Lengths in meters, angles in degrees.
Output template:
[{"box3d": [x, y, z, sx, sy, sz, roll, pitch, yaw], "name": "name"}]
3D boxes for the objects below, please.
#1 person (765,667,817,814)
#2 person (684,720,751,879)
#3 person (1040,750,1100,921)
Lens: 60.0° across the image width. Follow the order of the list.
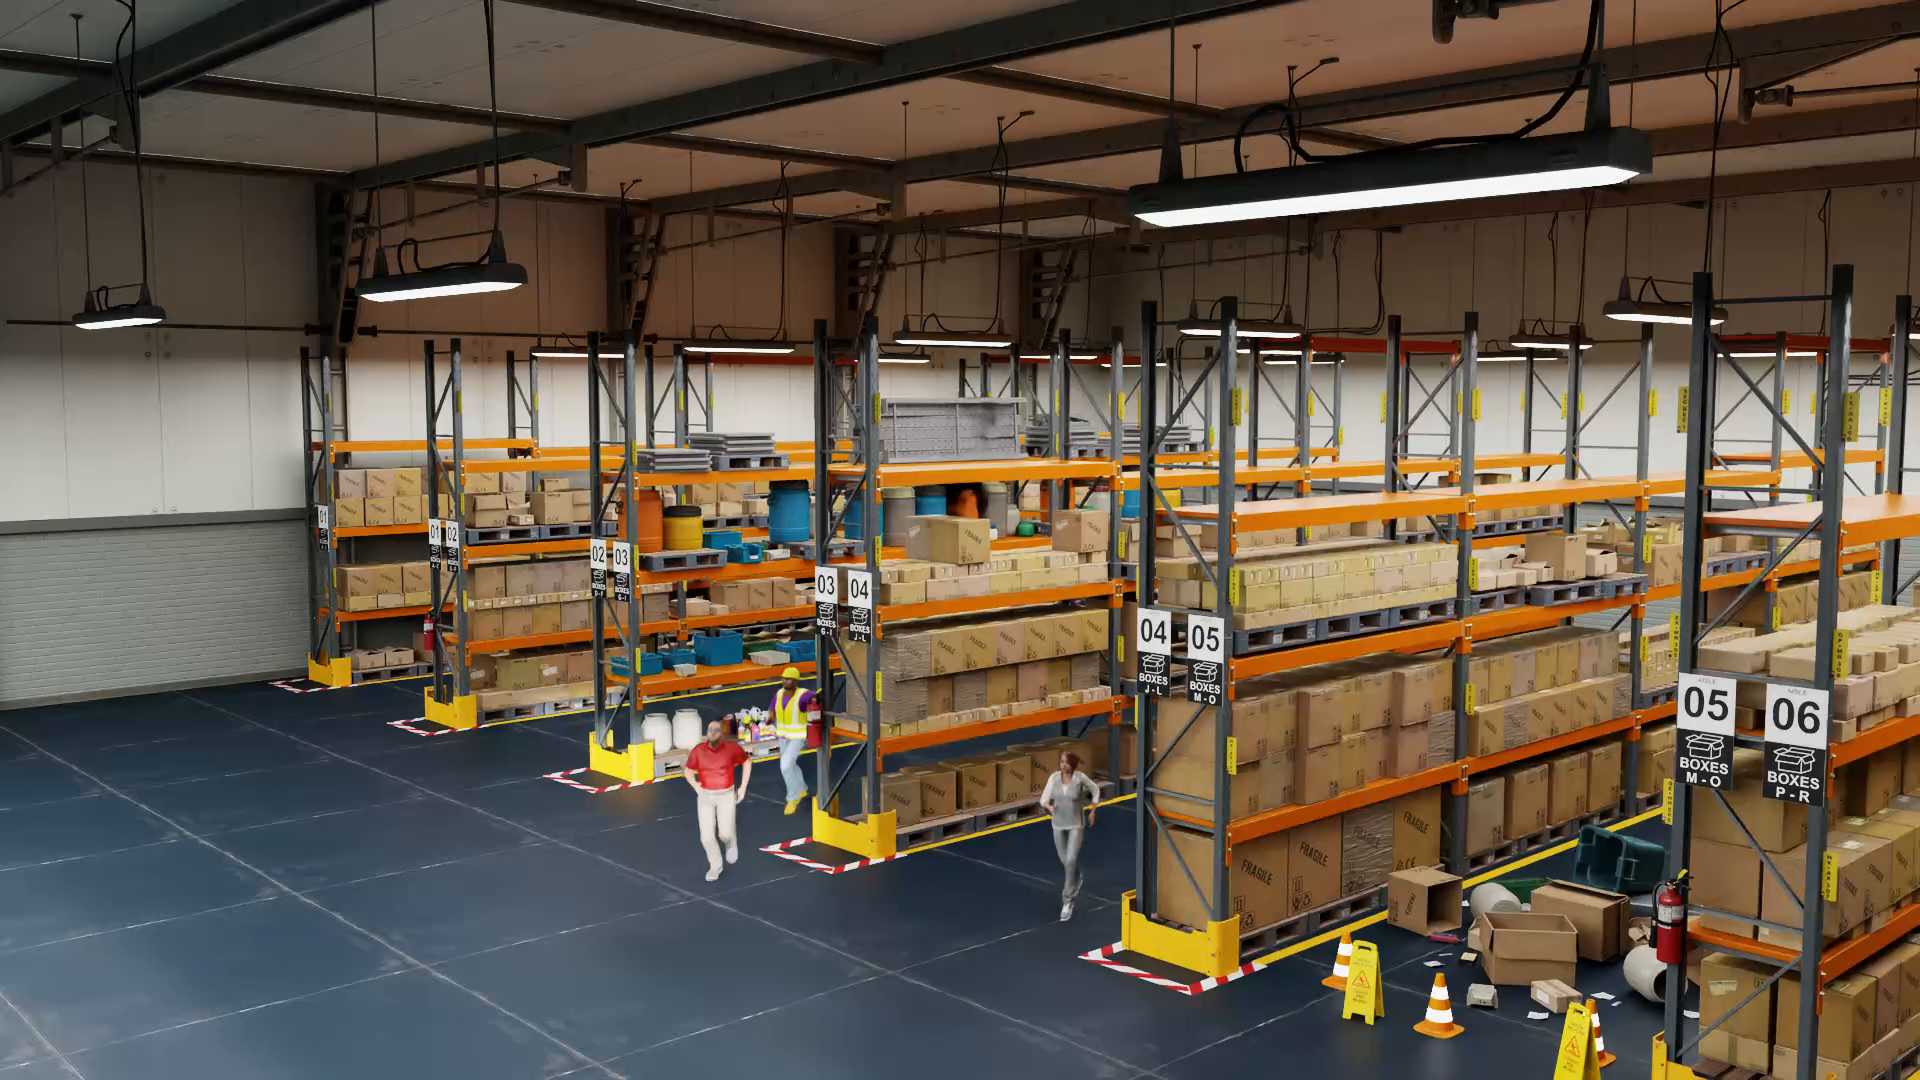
[{"box3d": [-2.076, 2.485, 20.647, 0.735, 1.837, 0.739, 4, 6, 37], "name": "person"}, {"box3d": [-2.598, 2.769, 17.748, 0.705, 1.694, 0.603, 0, 5, 0], "name": "person"}, {"box3d": [1.090, 2.896, 16.627, 0.541, 1.640, 0.788, 2, 5, 23], "name": "person"}]
